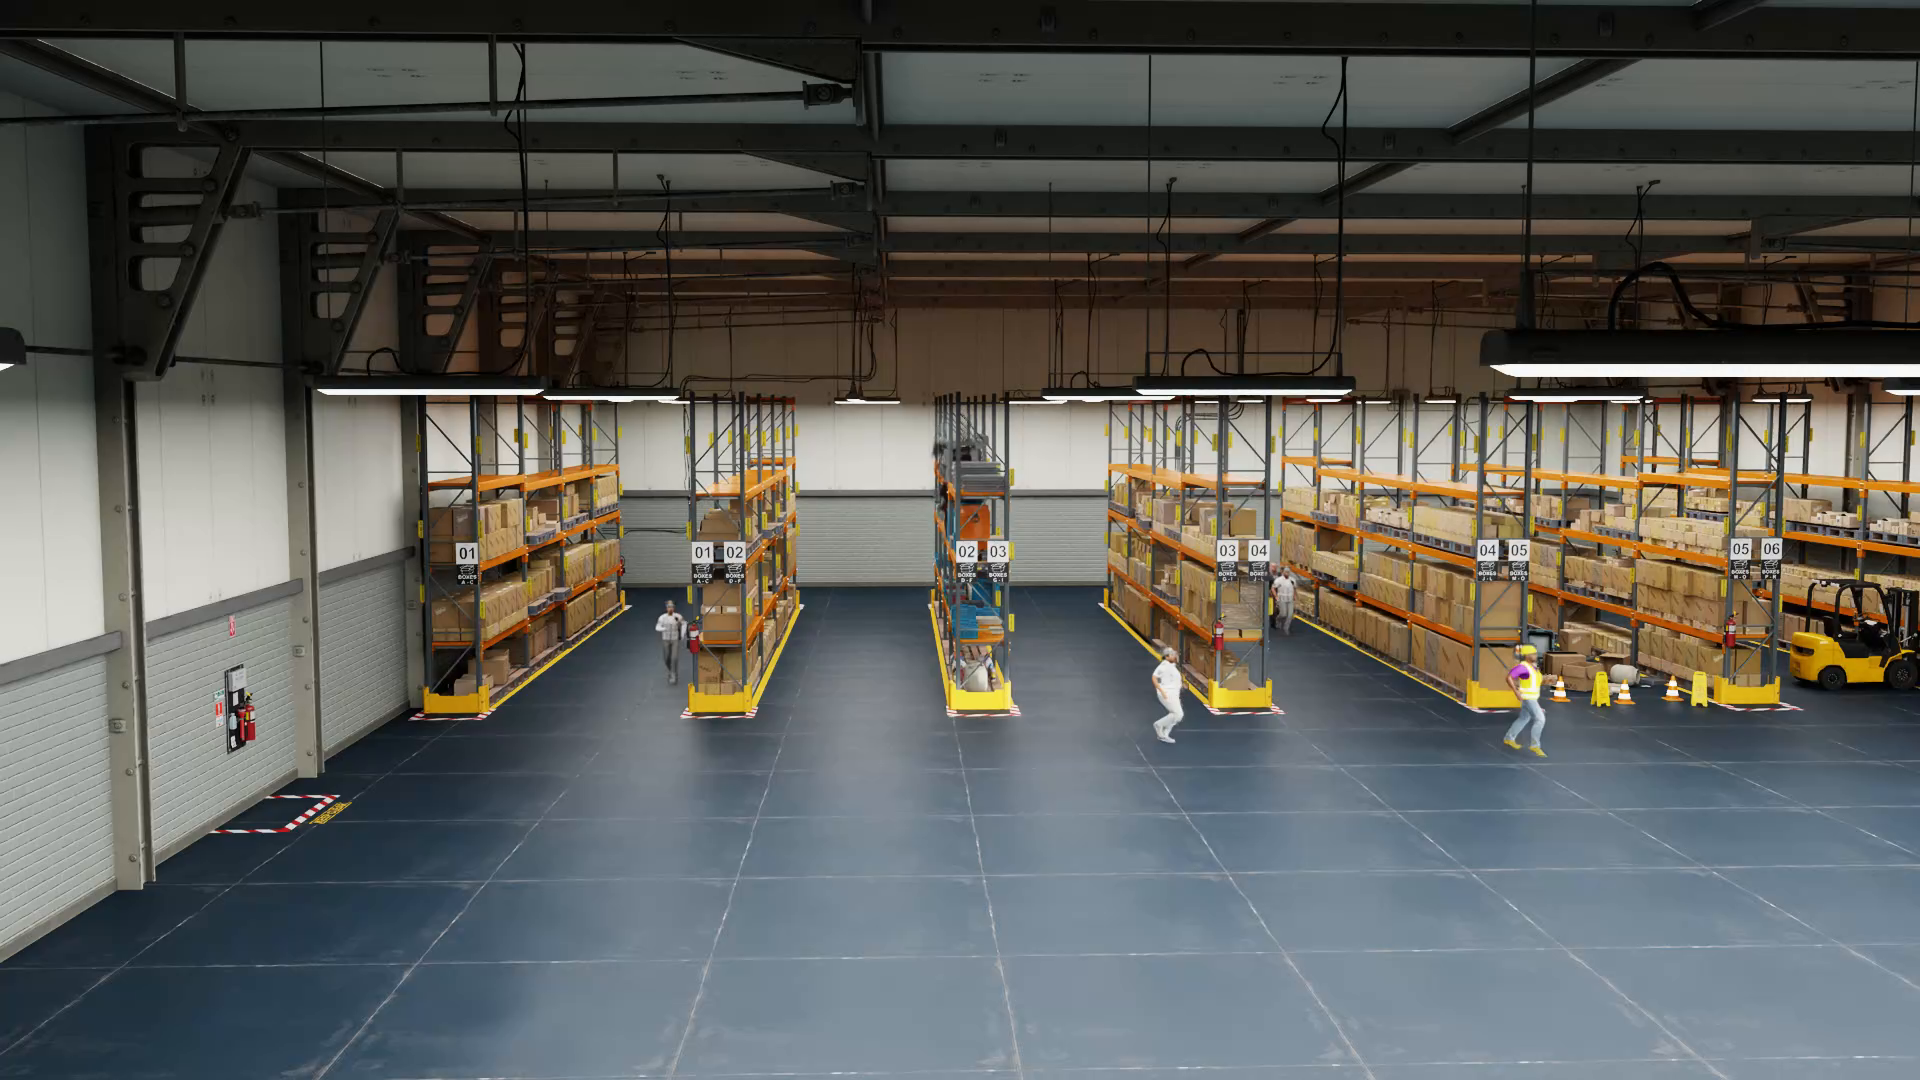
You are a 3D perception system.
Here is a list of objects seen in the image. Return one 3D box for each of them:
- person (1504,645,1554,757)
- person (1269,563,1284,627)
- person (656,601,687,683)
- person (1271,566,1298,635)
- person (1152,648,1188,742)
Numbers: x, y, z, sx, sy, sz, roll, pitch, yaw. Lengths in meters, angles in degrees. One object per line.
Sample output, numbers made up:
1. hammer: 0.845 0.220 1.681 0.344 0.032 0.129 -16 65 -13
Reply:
1. person: 9.362 2.645 27.409 0.780 1.829 0.675 3 5 30
2. person: 8.164 1.433 43.014 0.672 1.677 0.610 0 5 3
3. person: -6.009 2.086 34.598 0.611 1.679 0.939 0 5 -5
4. person: 8.204 1.512 41.822 0.672 1.741 0.545 -1 5 -7
5. person: 3.603 2.647 28.352 0.538 1.627 0.607 2 5 27
